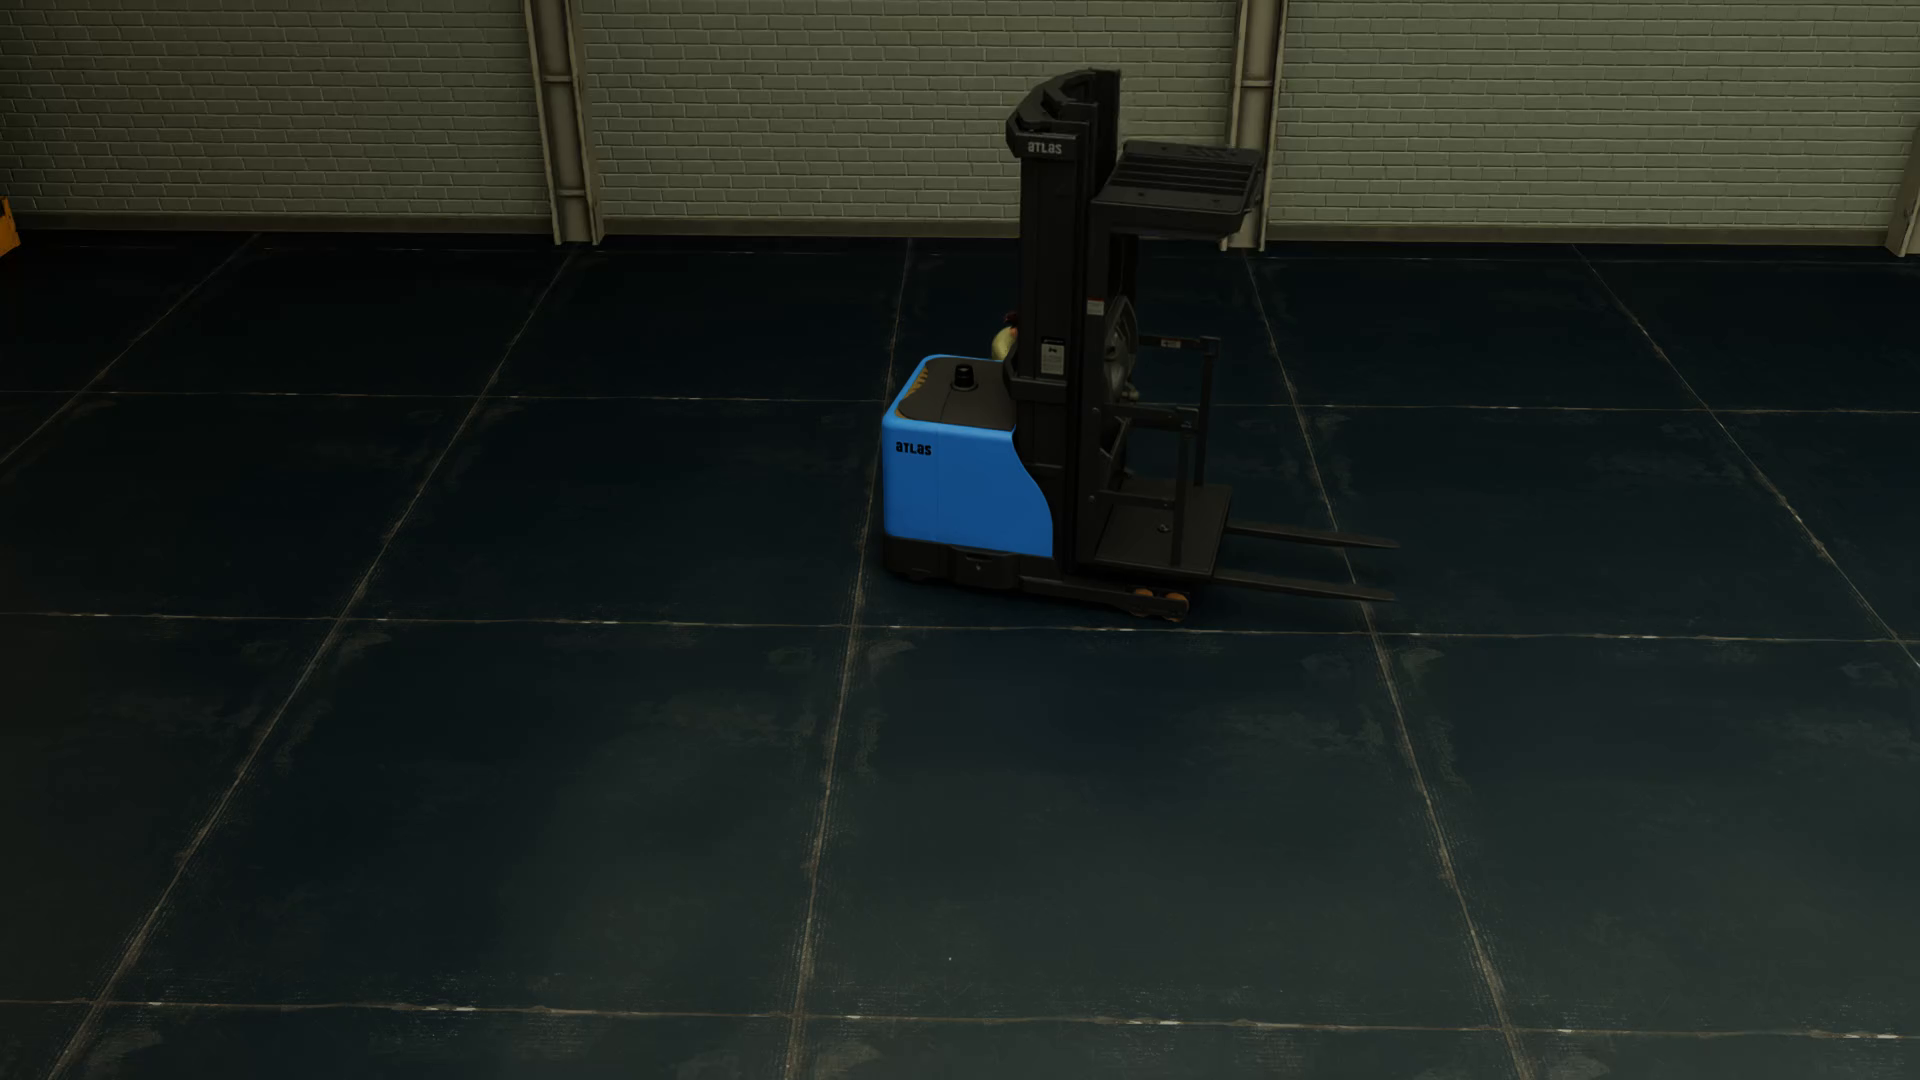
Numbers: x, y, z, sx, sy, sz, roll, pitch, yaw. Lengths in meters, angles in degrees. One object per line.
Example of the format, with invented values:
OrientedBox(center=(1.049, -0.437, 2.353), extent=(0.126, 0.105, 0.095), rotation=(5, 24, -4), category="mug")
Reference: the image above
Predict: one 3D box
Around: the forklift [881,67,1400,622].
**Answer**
OrientedBox(center=(1.104, -1.085, 9.454), extent=(3.031, 2.935, 1.130), rotation=(8, 31, 13), category="forklift")

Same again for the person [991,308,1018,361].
OrientedBox(center=(0.559, -0.937, 10.806), extent=(1.093, 1.382, 0.908), rotation=(-22, 37, -32), category="person")
